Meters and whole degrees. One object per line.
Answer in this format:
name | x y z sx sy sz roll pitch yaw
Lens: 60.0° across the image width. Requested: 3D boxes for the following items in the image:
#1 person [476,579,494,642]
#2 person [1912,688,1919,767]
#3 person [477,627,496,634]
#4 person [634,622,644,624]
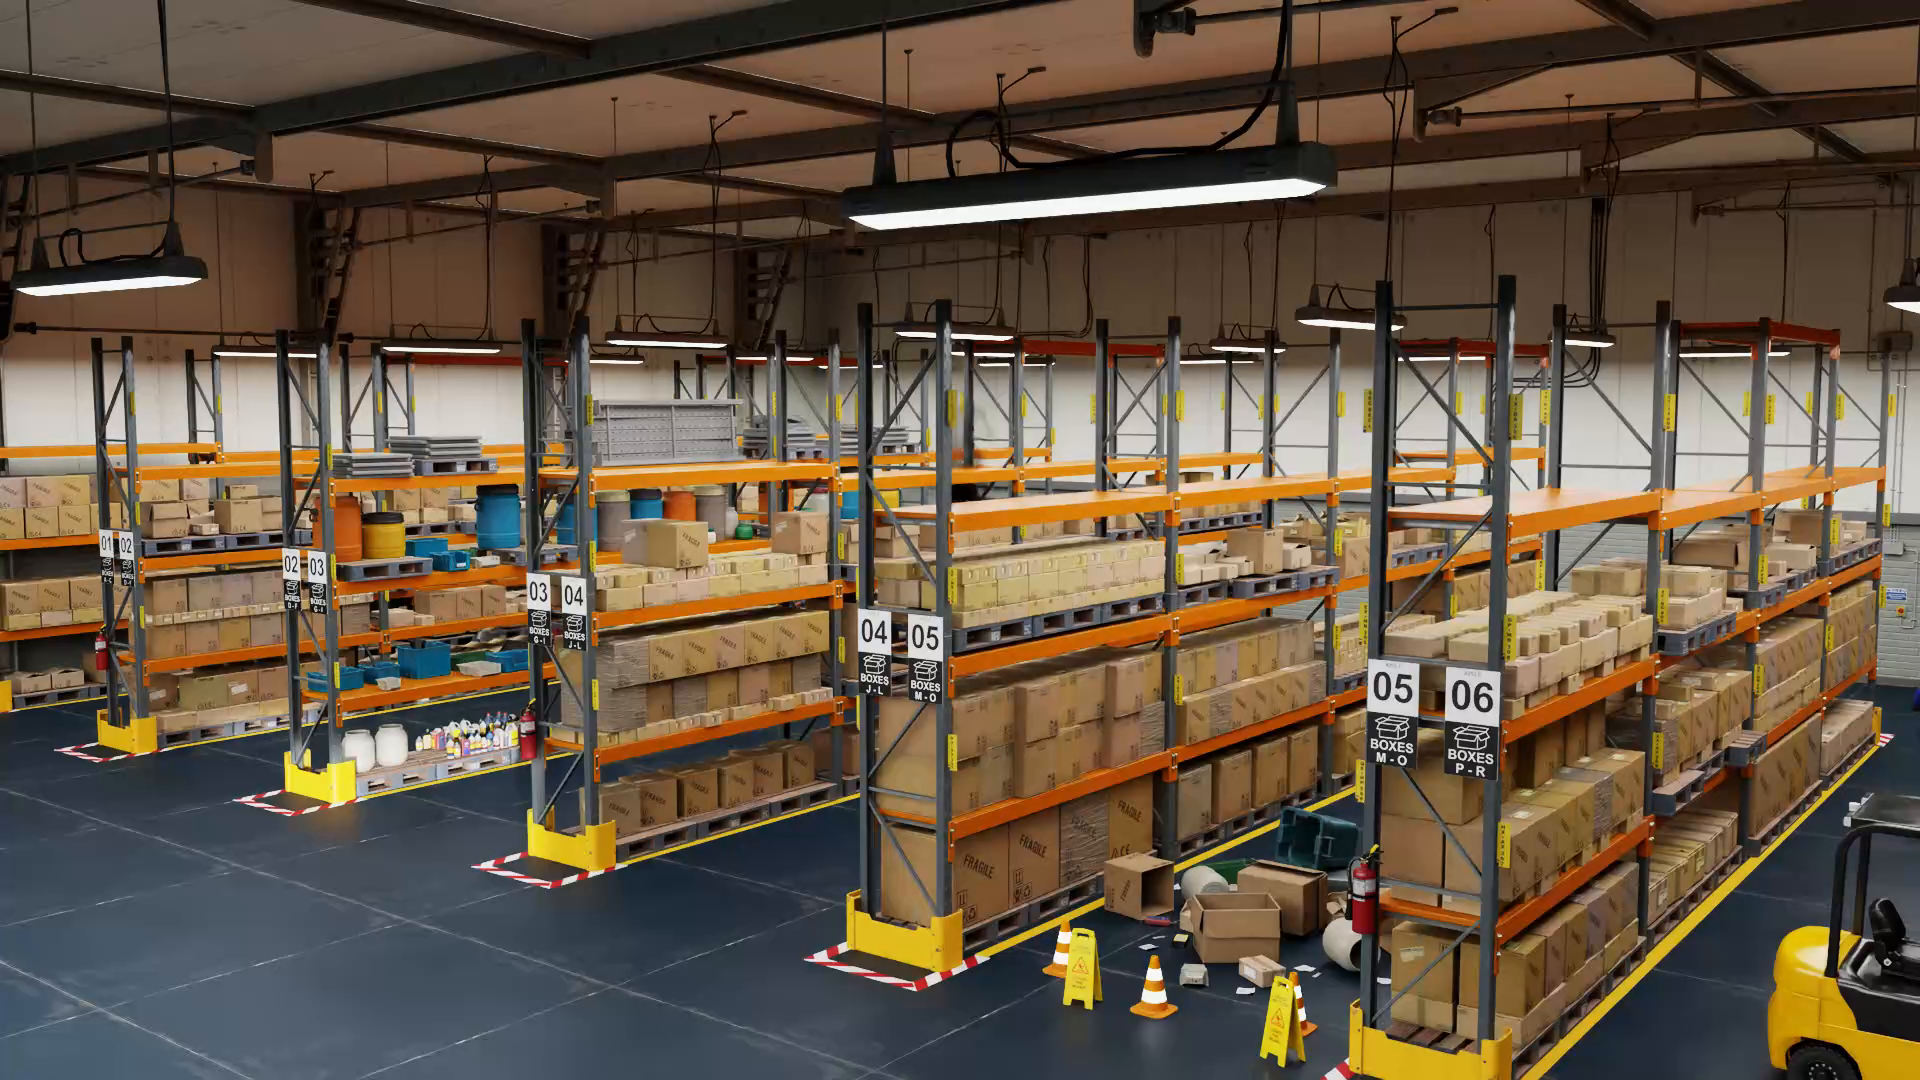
person | -8.886 1.553 31.292 0.644 1.846 0.866 4 6 38
person | 12.469 2.480 21.275 0.547 1.704 0.863 3 6 32
person | 0.021 1.647 30.202 18.567 1.776 3.866 1 5 17
person | -5.478 1.808 29.094 0.526 1.766 0.736 3 6 32
